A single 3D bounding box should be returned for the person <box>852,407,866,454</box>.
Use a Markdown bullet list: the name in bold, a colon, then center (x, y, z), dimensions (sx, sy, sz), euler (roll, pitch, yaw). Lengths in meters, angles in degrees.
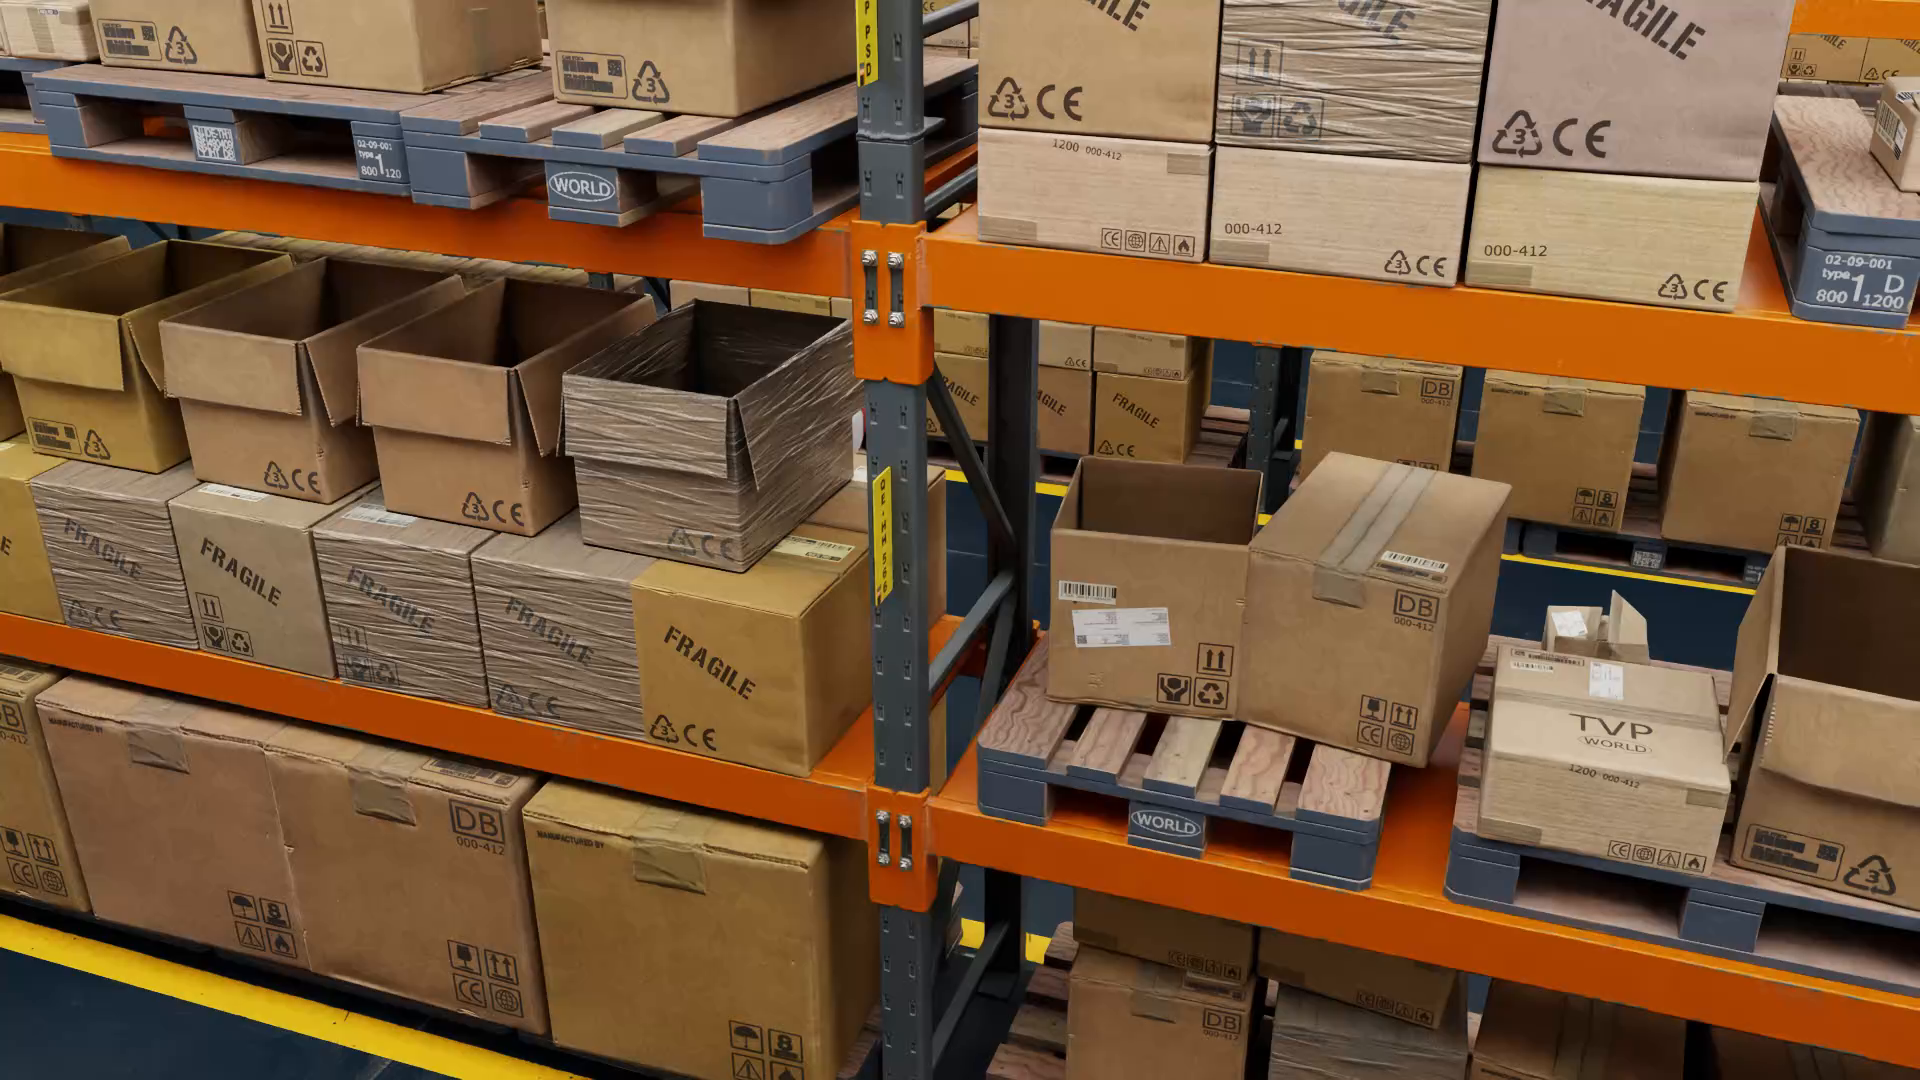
- **person**: center (-0.680, -0.007, 6.721), dimensions (0.570, 1.782, 0.494), euler (9, 27, 18)
